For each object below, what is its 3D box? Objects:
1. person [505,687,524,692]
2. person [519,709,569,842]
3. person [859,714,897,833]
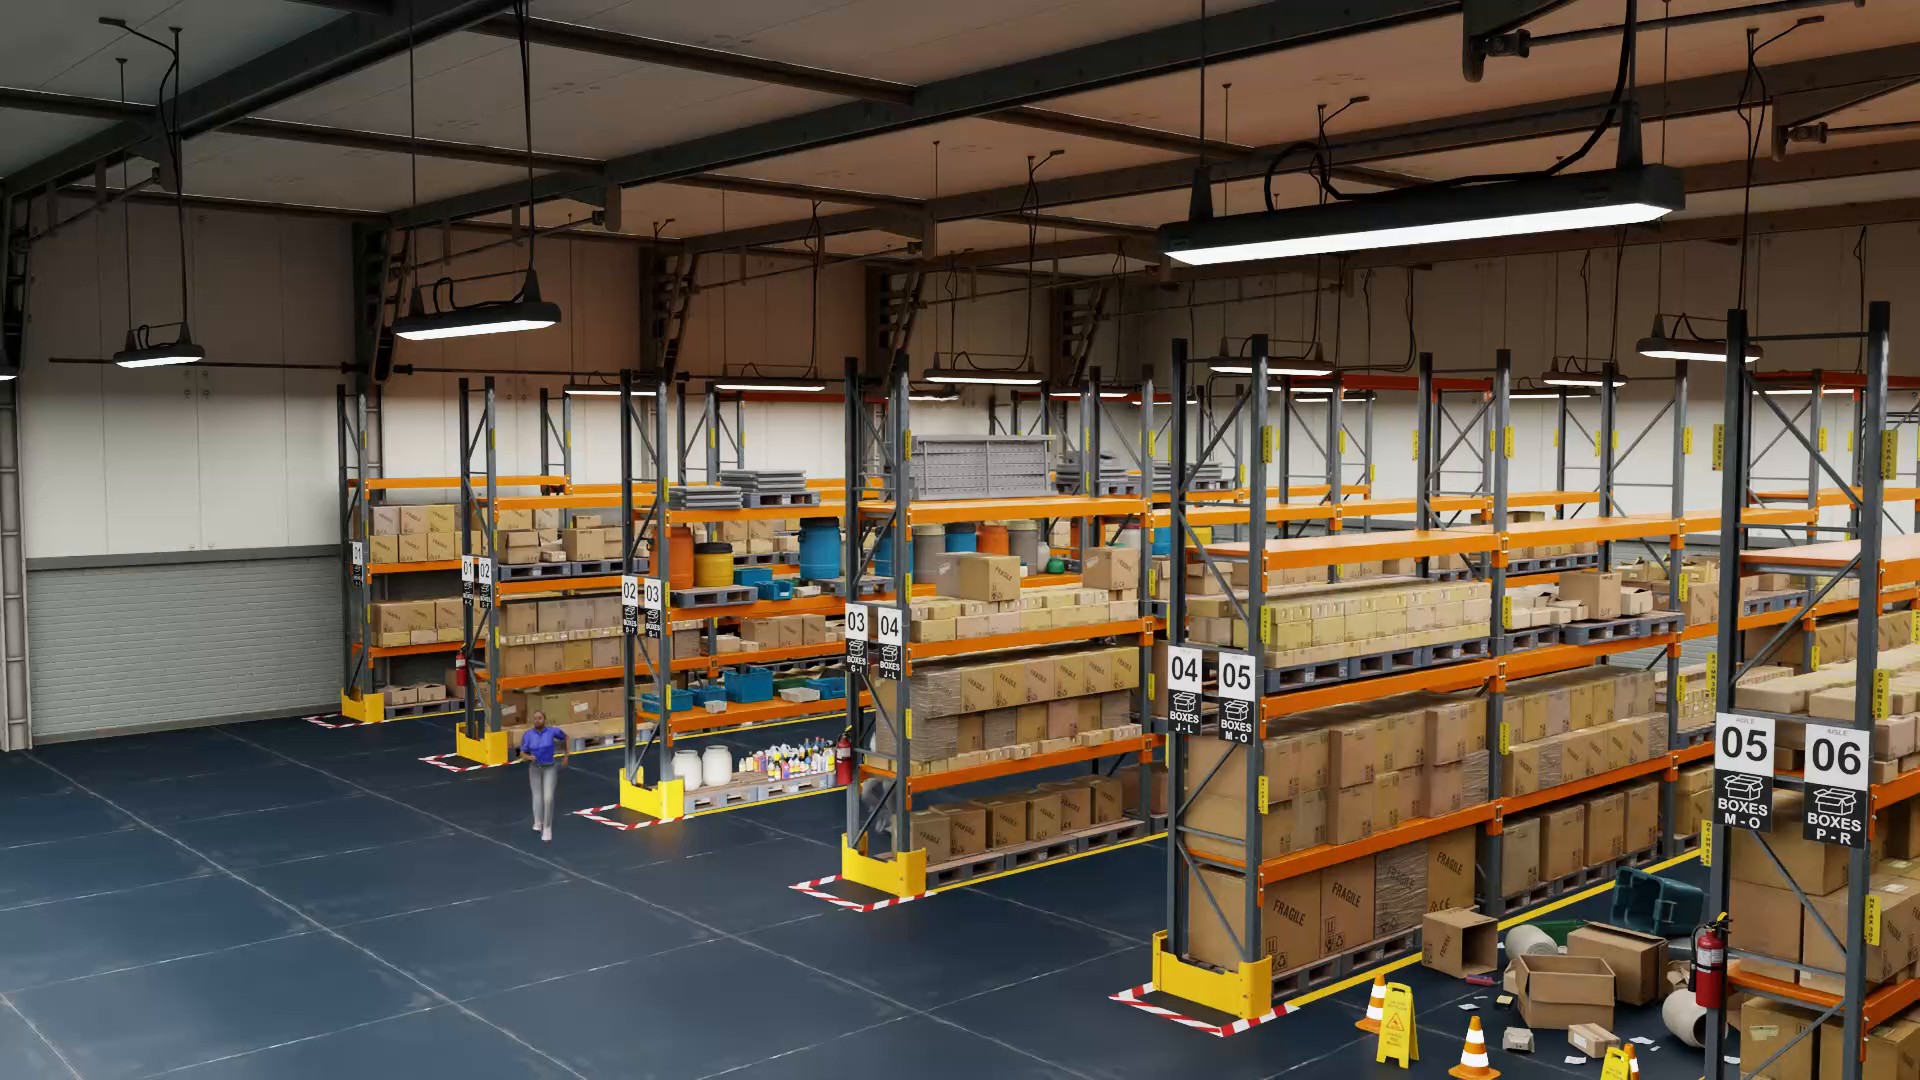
[{"bbox_3d":[-7.624,2.464,28.483,0.668,1.688,0.645,2,4,24],"label":"person"},{"bbox_3d":[-5.258,2.968,21.046,0.585,1.661,0.865,0,4,-5],"label":"person"},{"bbox_3d":[-0.959,2.930,21.197,0.675,1.656,0.569,-3,5,-42],"label":"person"}]
